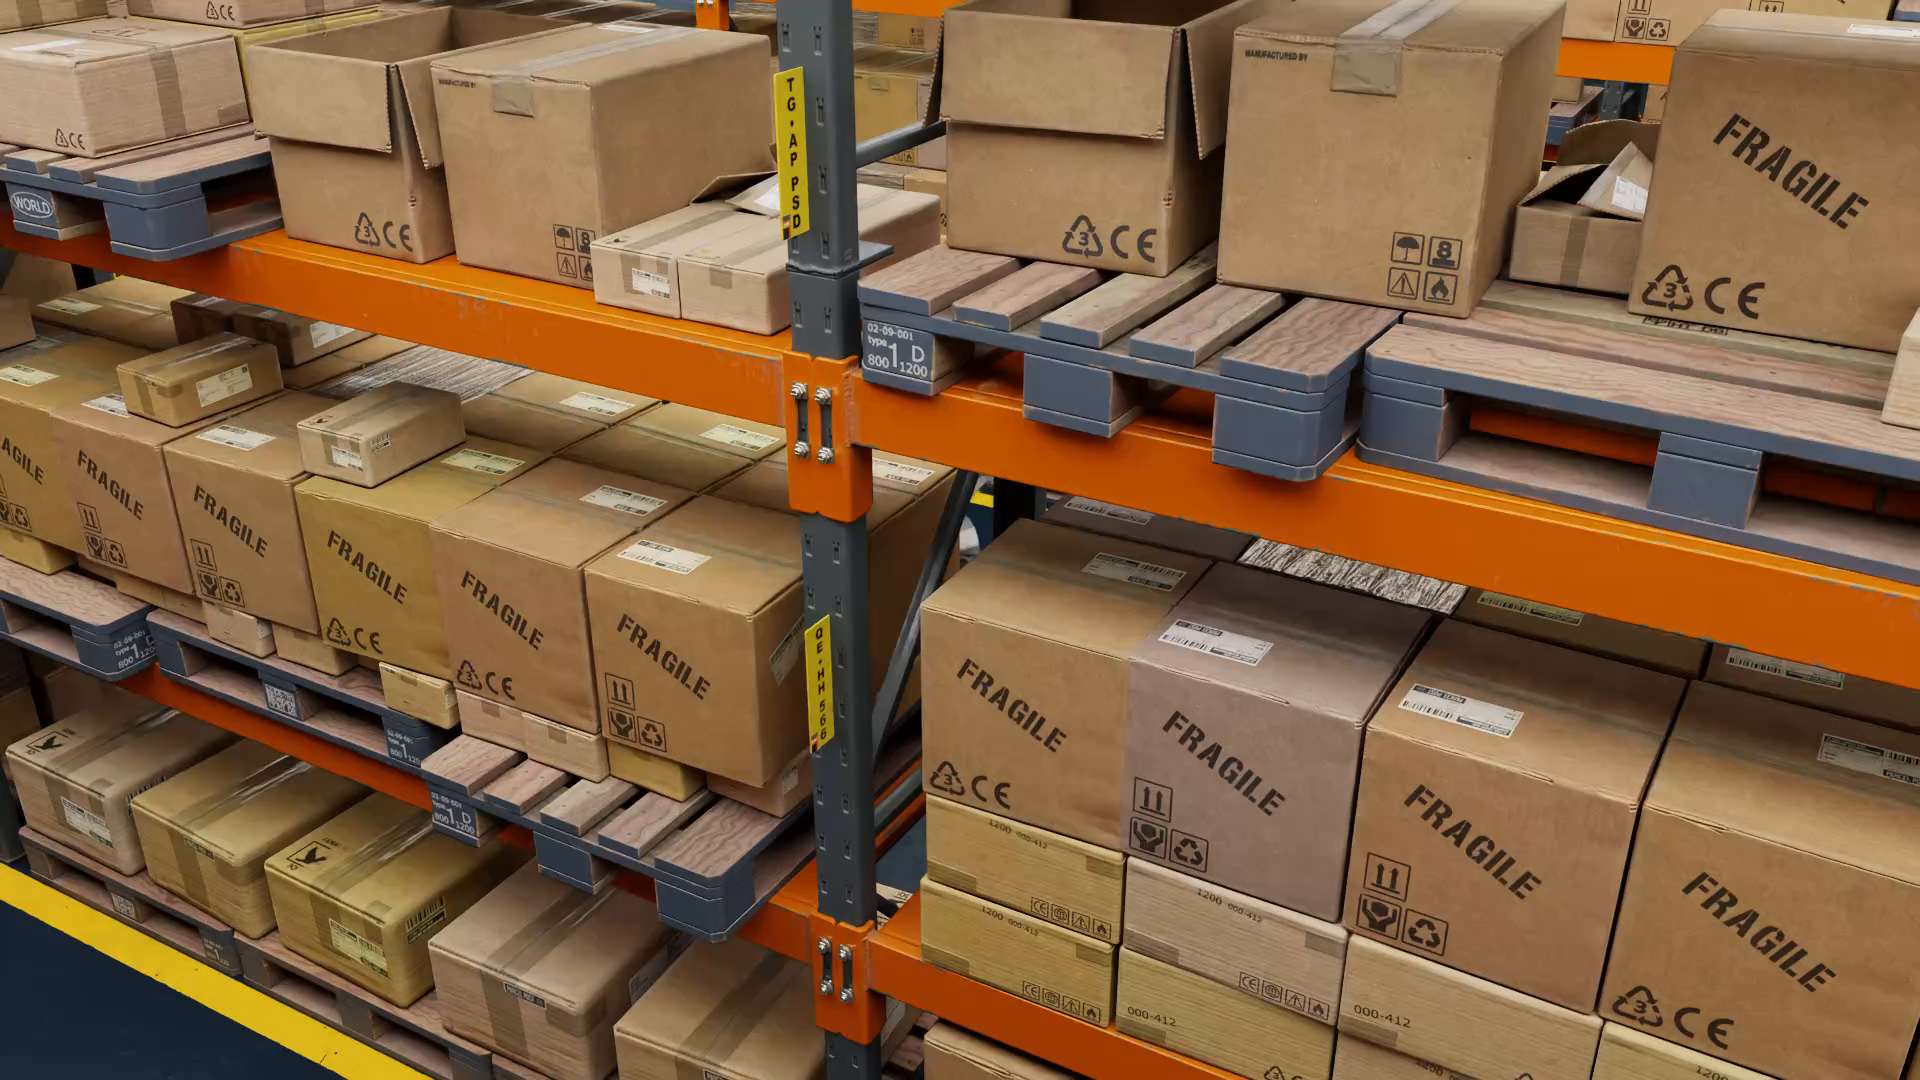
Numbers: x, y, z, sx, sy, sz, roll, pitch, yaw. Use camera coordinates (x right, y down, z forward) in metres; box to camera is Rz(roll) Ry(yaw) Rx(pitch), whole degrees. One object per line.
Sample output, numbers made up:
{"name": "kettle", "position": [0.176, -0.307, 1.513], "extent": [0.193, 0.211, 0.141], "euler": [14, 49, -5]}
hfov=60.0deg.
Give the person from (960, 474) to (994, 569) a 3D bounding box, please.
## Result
{"name": "person", "position": [-0.225, -0.252, 8.280], "extent": [0.944, 1.180, 0.517], "euler": [13, 29, 24]}
